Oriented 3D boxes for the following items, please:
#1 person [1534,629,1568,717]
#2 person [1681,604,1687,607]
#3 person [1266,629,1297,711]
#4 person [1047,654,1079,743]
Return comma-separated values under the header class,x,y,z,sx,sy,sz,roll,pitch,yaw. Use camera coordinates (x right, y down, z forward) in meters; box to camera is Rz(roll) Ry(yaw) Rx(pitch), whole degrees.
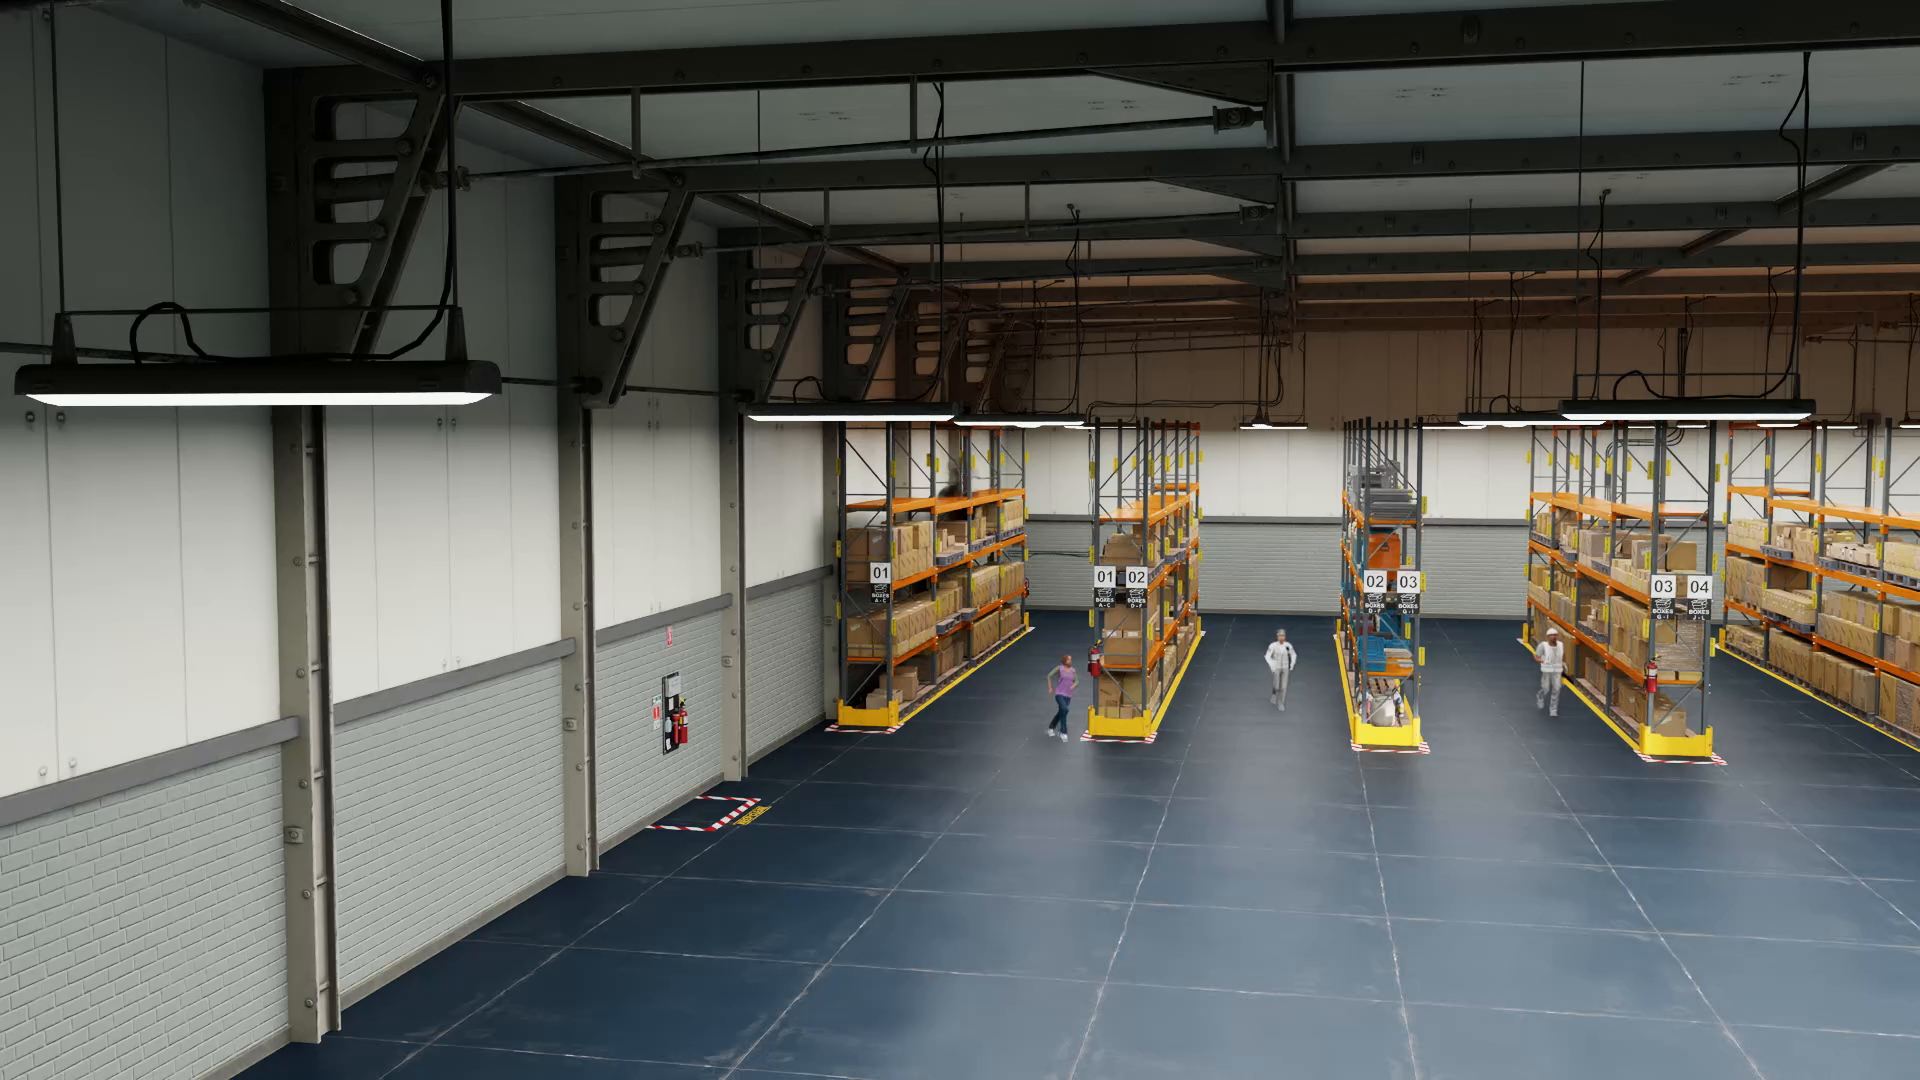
class,x,y,z,sx,sy,sz,roll,pitch,yaw
person,11.937,2.659,33.607,0.688,1.757,0.827,0,4,1
person,18.656,2.127,42.846,0.672,1.665,0.851,1,4,19
person,6.632,2.668,34.429,0.607,1.670,0.579,0,4,2
person,1.955,2.915,30.928,0.538,1.585,0.756,-2,4,-26
